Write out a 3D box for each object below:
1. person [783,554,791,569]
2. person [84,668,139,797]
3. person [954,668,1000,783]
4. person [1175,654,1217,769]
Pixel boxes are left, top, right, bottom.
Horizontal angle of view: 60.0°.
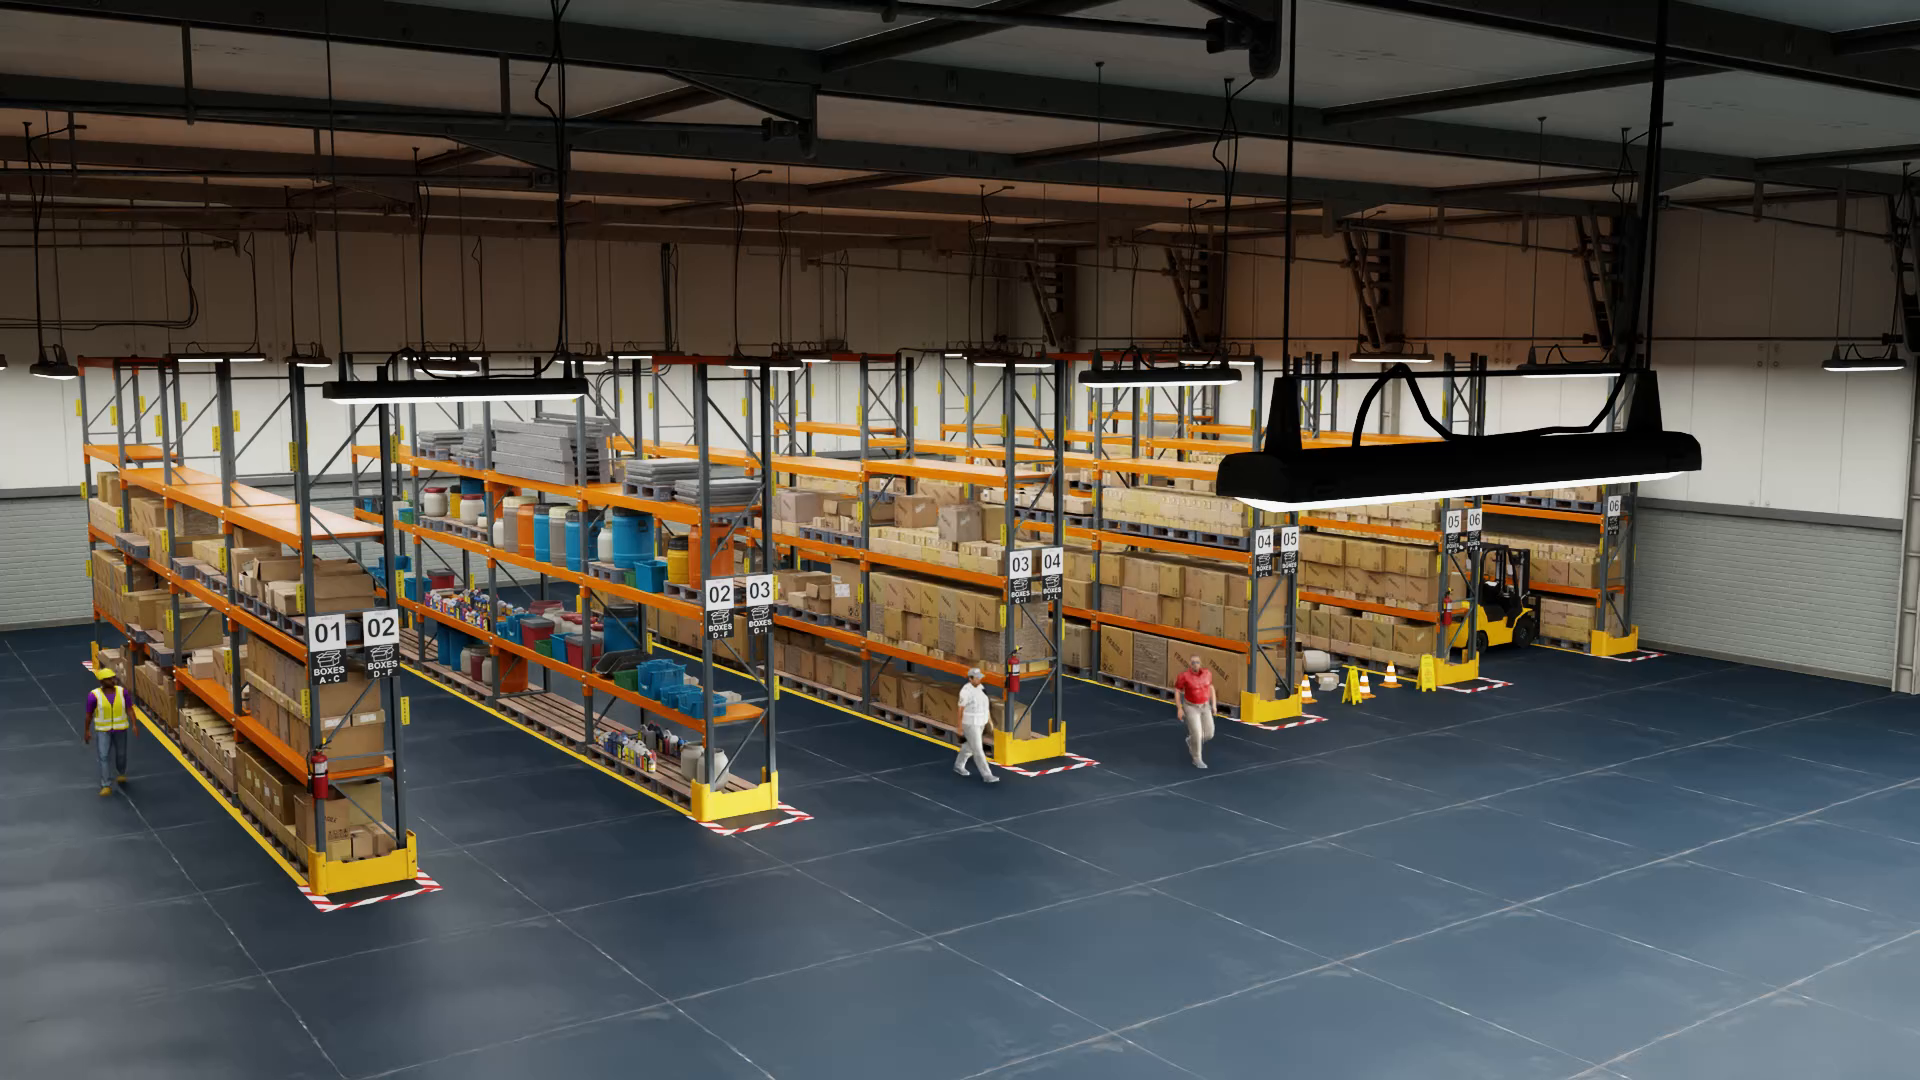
[{"bbox_3d":[-4.541,0.051,44.484,0.586,1.753,0.869,2,7,14],"label":"person"},{"bbox_3d":[-11.862,2.645,23.236,0.686,1.714,1.033,-4,8,-28],"label":"person"},{"bbox_3d":[0.265,2.631,23.784,0.978,1.613,0.539,5,8,33],"label":"person"},{"bbox_3d":[3.481,2.509,24.708,0.597,1.701,0.625,-3,8,-25],"label":"person"}]
